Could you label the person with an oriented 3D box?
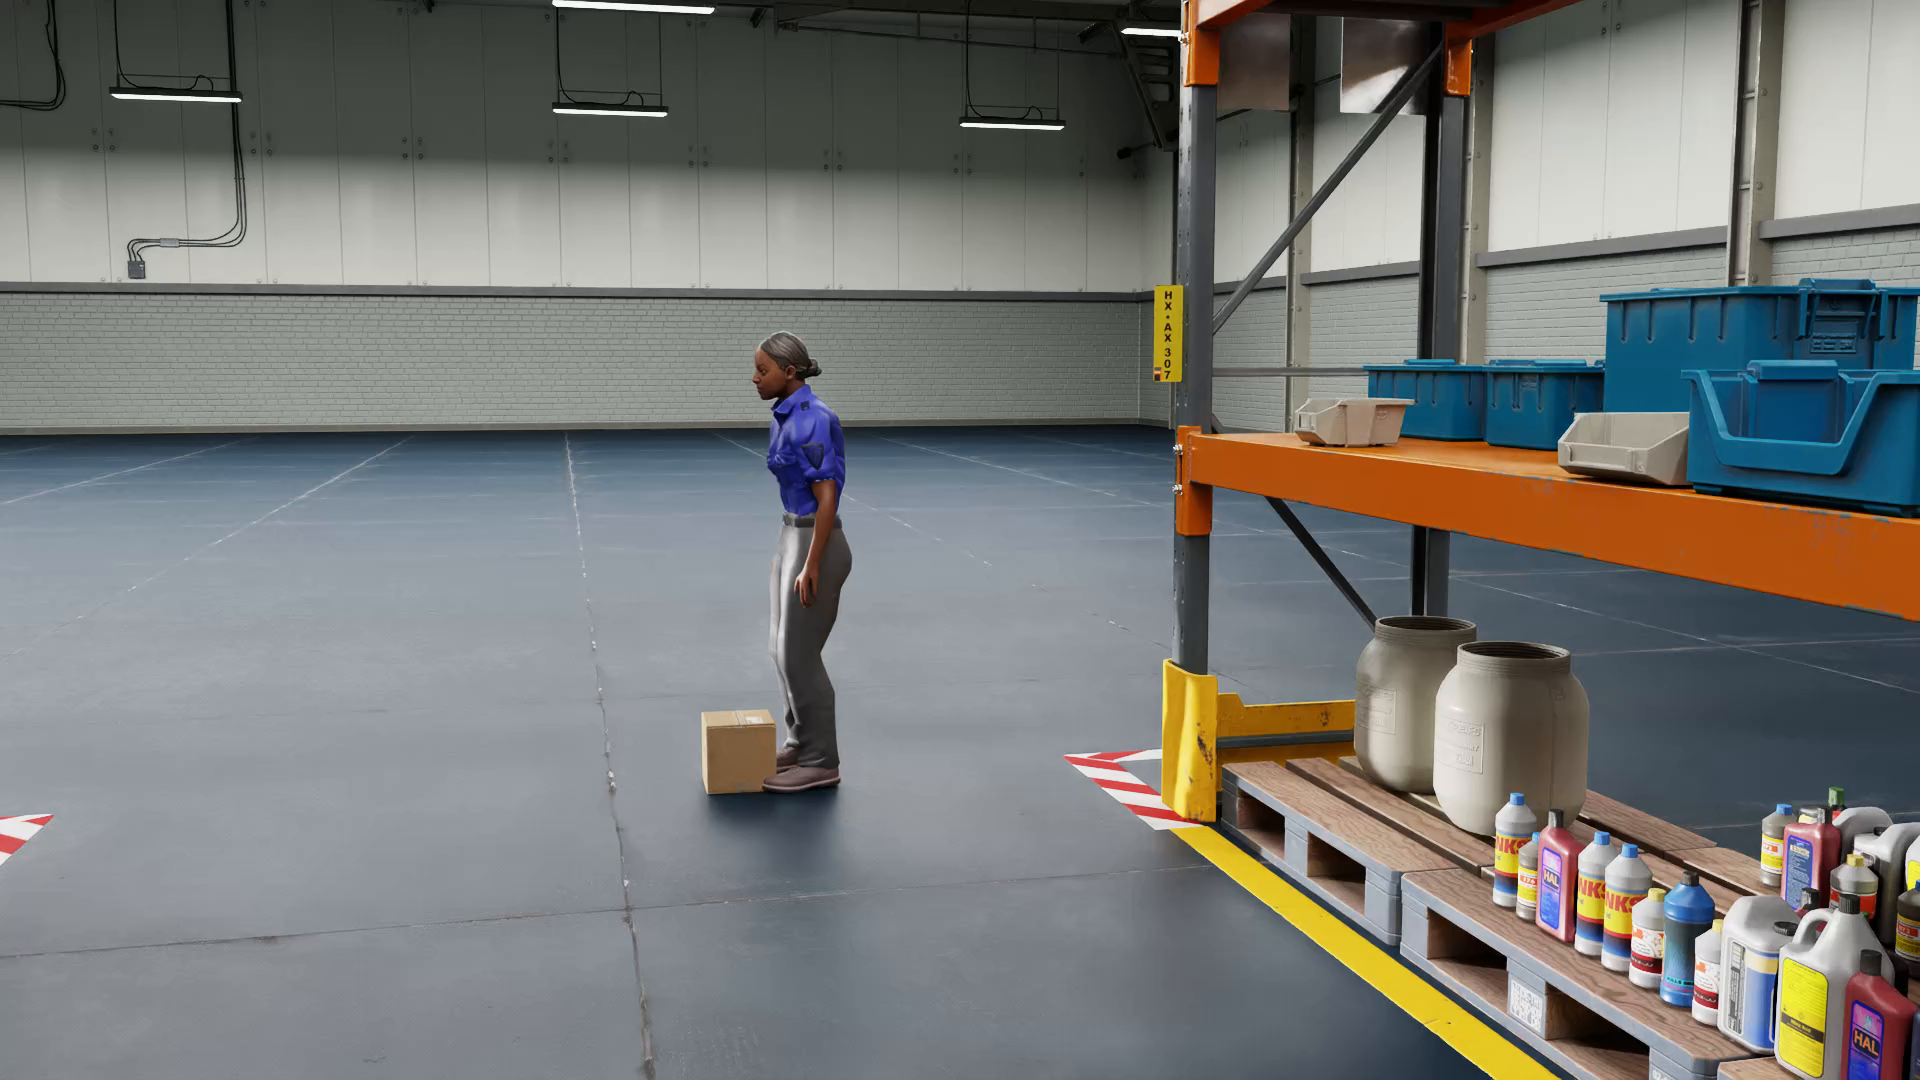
[{"bbox_3d":[-0.589,0.068,6.083,0.346,1.655,0.505,-1,6,-13],"label":"person"}]
